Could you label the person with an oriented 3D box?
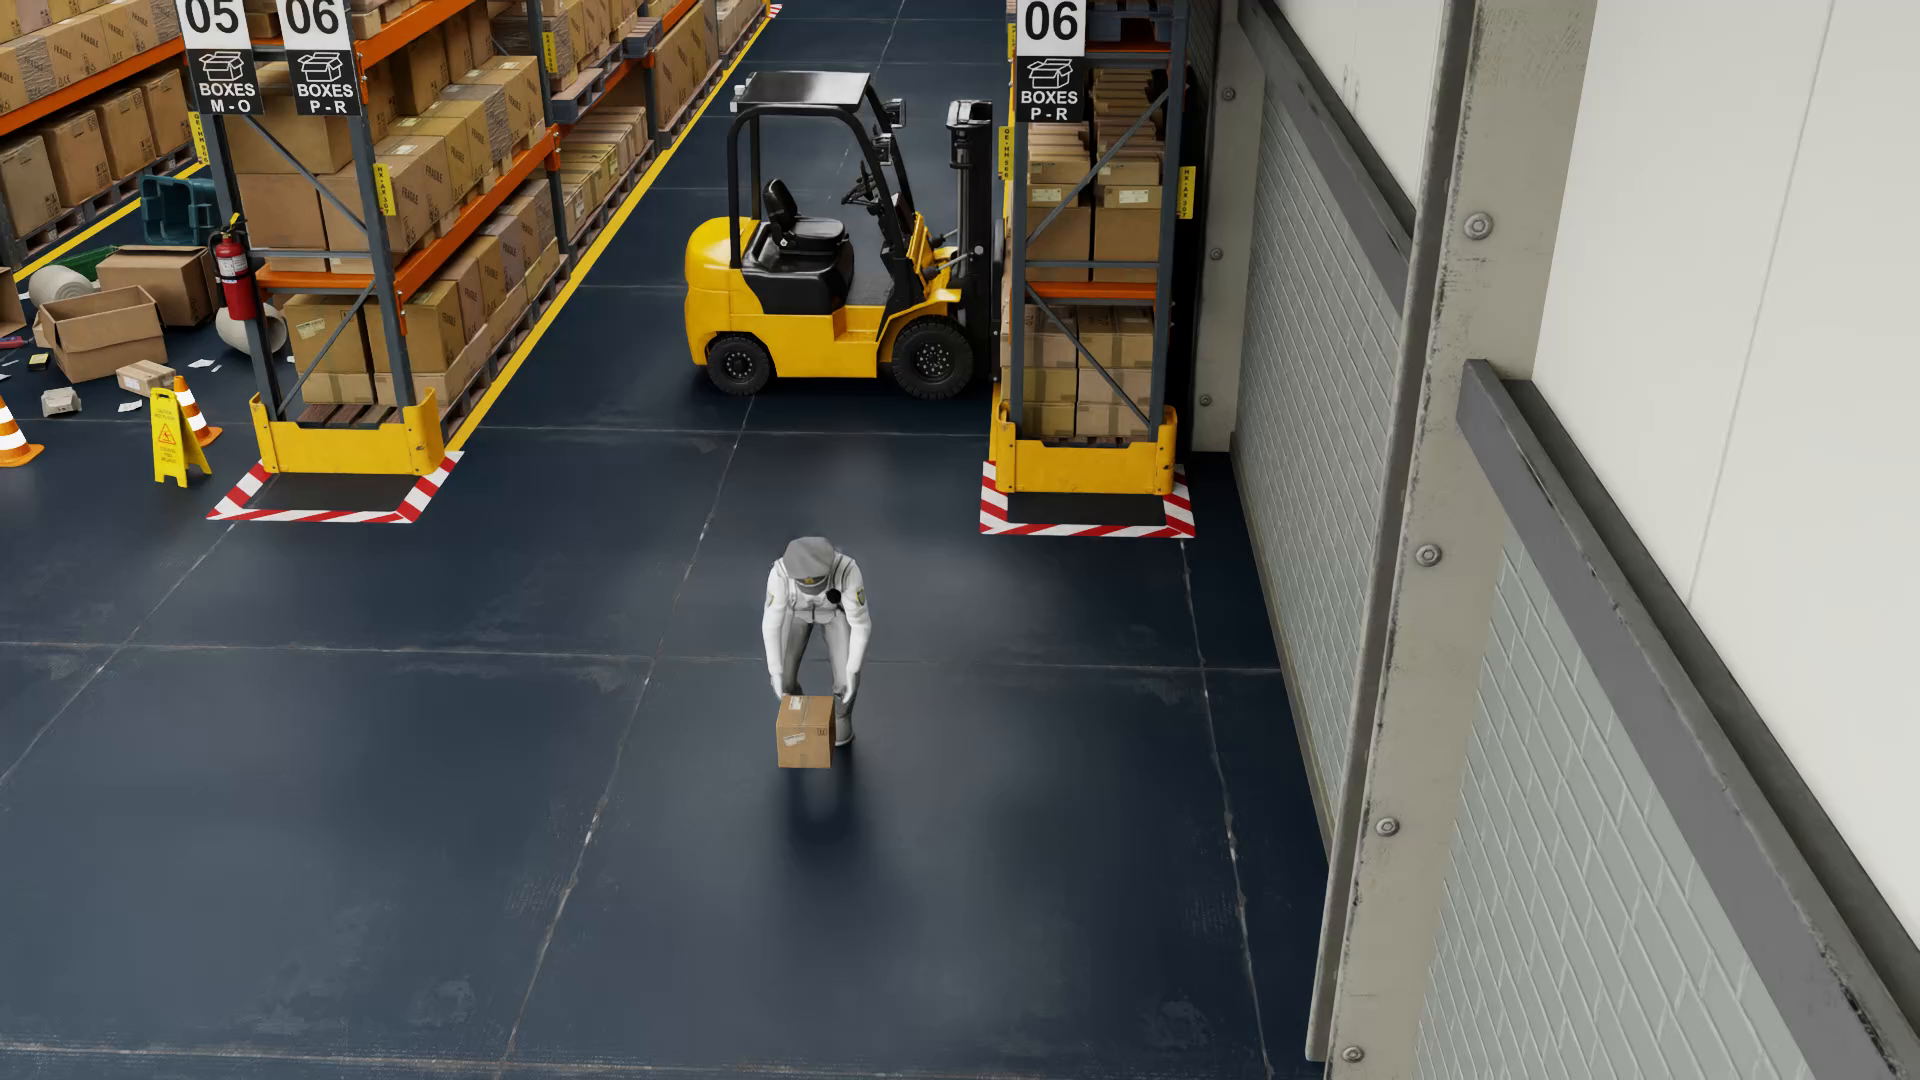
[{"bbox_3d":[-0.690,0.464,8.182,0.532,1.266,0.761,1,28,2],"label":"person"}]
